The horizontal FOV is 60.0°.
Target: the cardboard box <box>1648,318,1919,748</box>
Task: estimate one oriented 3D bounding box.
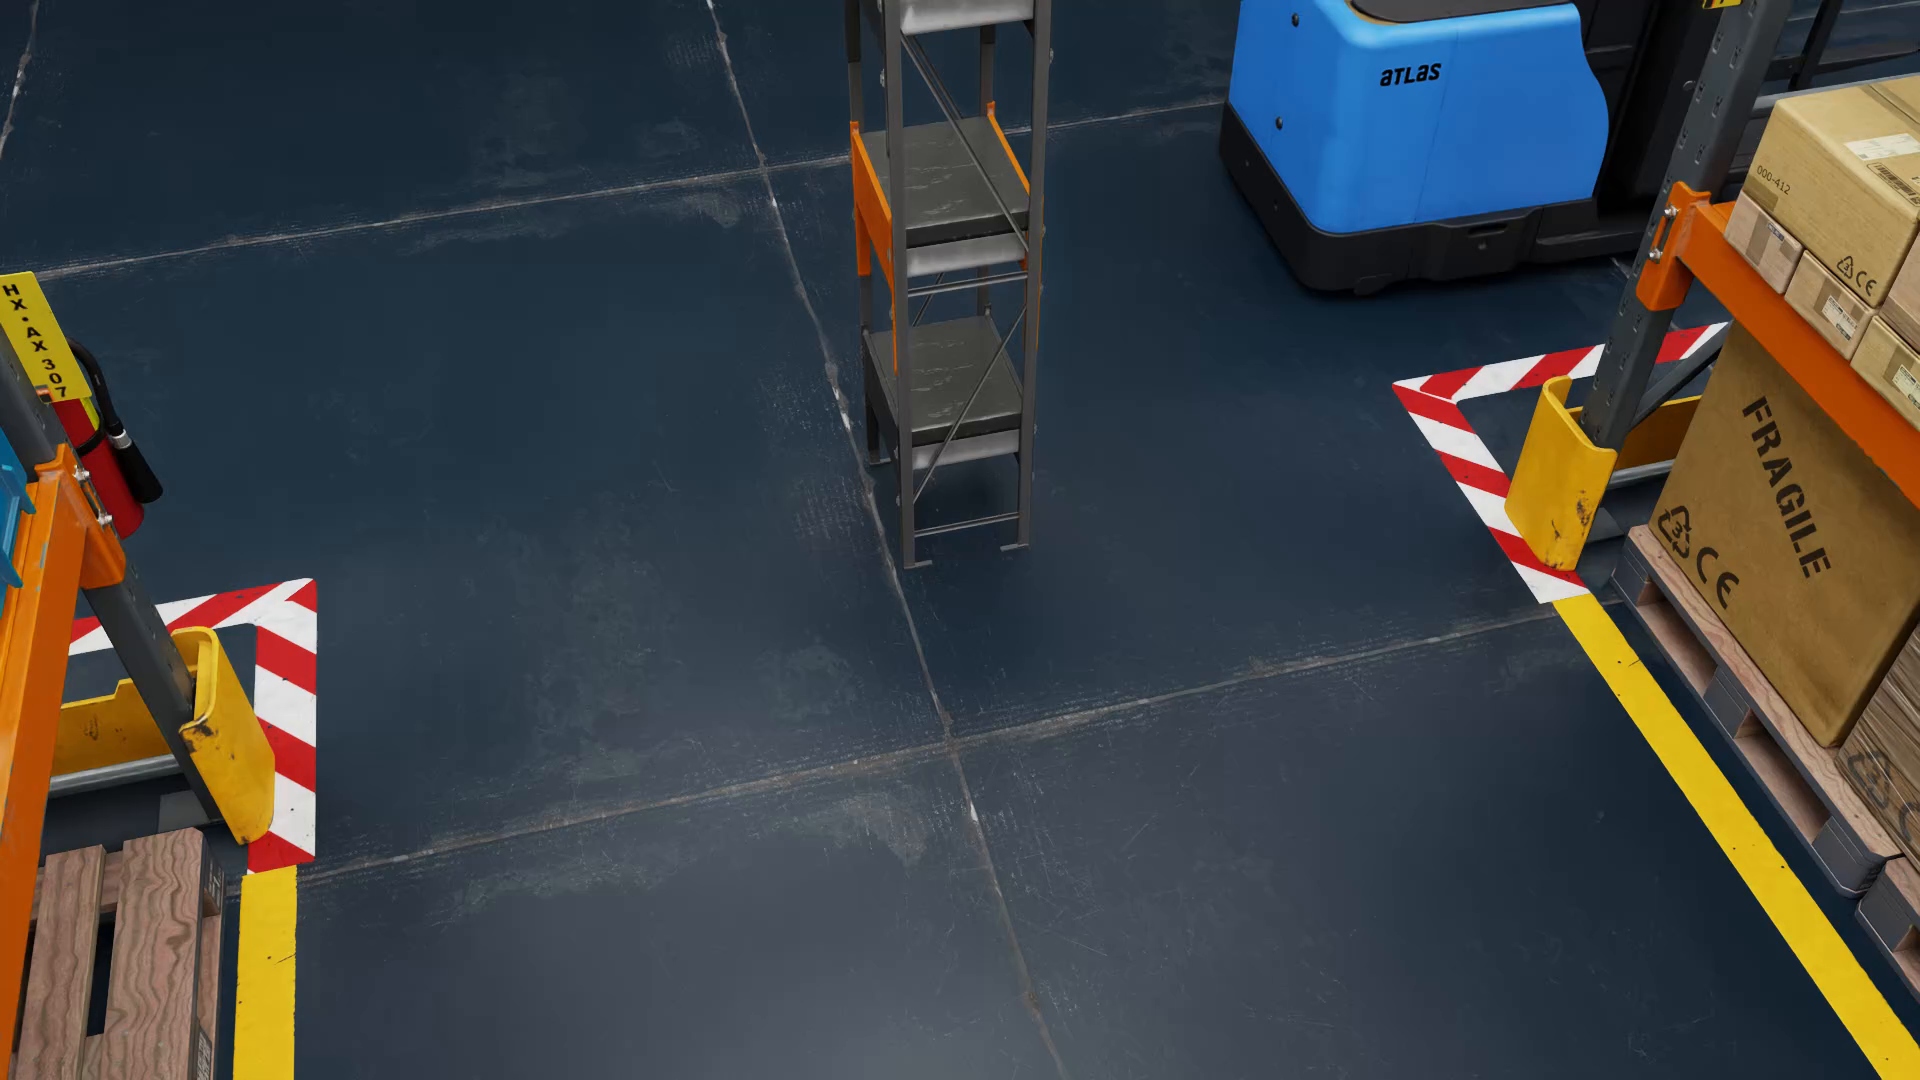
[{"bbox_3d":[2.592,-0.128,4.469,0.875,0.875,0.875,-11,47,-10],"label":"cardboard box"}]

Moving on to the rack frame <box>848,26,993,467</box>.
[{"bbox_3d":[-0.105,-1.018,4.777,0.400,2.100,0.015,-11,47,-10],"label":"rack frame"}]

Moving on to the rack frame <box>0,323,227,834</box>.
[{"bbox_3d":[-2.437,-0.246,3.391,1.000,3.000,0.127,-11,47,-10],"label":"rack frame"}]

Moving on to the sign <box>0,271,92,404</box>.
[{"bbox_3d":[-1.909,-0.415,3.442,0.100,0.325,0.005,-11,47,-10],"label":"sign"}]

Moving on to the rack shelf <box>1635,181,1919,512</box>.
[{"bbox_3d":[2.863,0.481,3.182,1.077,0.370,4.000,-11,47,-10],"label":"rack shelf"}]

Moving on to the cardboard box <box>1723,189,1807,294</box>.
[{"bbox_3d":[2.123,-0.758,4.069,0.380,0.149,0.250,-10,46,-10],"label":"cardboard box"}]

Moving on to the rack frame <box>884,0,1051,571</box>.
[{"bbox_3d":[0.020,-0.681,4.447,0.400,2.100,0.015,-11,47,-10],"label":"rack frame"}]

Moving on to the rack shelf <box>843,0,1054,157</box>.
[{"bbox_3d":[-0.042,-1.330,4.122,0.431,0.518,0.480,-11,47,-10],"label":"rack shelf"}]

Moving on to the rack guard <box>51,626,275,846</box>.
[{"bbox_3d":[-2.456,0.615,4.298,1.175,0.500,0.348,-11,47,-10],"label":"rack guard"}]

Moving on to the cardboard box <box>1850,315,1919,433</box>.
[{"bbox_3d":[2.256,-0.405,3.722,0.380,0.149,0.250,-12,47,-11],"label":"cardboard box"}]

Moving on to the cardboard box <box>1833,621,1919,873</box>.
[{"bbox_3d":[2.825,0.501,3.853,0.875,0.875,0.875,-11,47,-10],"label":"cardboard box"}]

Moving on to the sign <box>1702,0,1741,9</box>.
[{"bbox_3d":[1.813,-1.385,3.846,0.100,0.325,0.005,-11,47,-10],"label":"sign"}]

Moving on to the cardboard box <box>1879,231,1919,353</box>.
[{"bbox_3d":[2.352,-0.465,3.502,0.500,0.250,0.500,-11,47,-11],"label":"cardboard box"}]

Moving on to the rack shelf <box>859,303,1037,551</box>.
[{"bbox_3d":[-0.042,-0.350,5.122,0.431,0.518,0.480,-11,47,-10],"label":"rack shelf"}]

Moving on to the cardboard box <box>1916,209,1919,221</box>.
[{"bbox_3d":[2.341,-0.740,3.246,0.500,0.500,0.500,-12,47,-11],"label":"cardboard box"}]

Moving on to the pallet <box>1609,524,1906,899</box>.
[{"bbox_3d":[2.631,0.362,4.747,1.003,0.211,1.213,-11,47,-10],"label":"pallet"}]

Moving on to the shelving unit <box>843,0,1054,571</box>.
[{"bbox_3d":[-0.042,-0.849,4.612,0.431,2.100,0.503,-11,47,-10],"label":"shelving unit"}]

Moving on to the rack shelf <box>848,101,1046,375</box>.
[{"bbox_3d":[-0.042,-0.840,4.622,0.431,0.518,0.480,-11,47,-10],"label":"rack shelf"}]

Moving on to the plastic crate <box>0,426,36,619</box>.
[{"bbox_3d":[-2.171,-0.082,3.164,0.616,0.435,0.499,-11,47,-10],"label":"plastic crate"}]

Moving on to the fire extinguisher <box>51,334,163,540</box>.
[{"bbox_3d":[-2.036,-0.276,3.735,0.296,0.674,0.183,-11,47,-10],"label":"fire extinguisher"}]

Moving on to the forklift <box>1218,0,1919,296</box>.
[{"bbox_3d":[2.610,-2.479,5.627,3.031,2.935,1.130,-10,46,-9],"label":"forklift"}]

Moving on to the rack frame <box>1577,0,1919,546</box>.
[{"bbox_3d":[2.351,-1.152,4.278,1.000,3.000,0.127,-11,47,-10],"label":"rack frame"}]

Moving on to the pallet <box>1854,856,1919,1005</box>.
[{"bbox_3d":[2.940,1.203,3.924,1.003,0.211,1.213,-11,47,-10],"label":"pallet"}]

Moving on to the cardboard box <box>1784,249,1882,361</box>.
[{"bbox_3d":[2.190,-0.581,3.896,0.380,0.149,0.250,-11,47,-11],"label":"cardboard box"}]

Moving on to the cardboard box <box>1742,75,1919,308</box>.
[{"bbox_3d":[2.213,-0.823,3.853,0.500,0.250,0.500,-12,47,-11],"label":"cardboard box"}]

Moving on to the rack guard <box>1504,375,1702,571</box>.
[{"bbox_3d":[2.345,-0.293,5.187,1.175,0.500,0.348,-11,47,-10],"label":"rack guard"}]

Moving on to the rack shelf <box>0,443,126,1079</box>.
[{"bbox_3d":[-1.925,1.387,2.295,1.077,0.370,4.000,-11,47,-10],"label":"rack shelf"}]

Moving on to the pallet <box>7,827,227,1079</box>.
[{"bbox_3d":[-2.263,1.306,3.822,1.003,0.211,1.213,-11,47,-10],"label":"pallet"}]
